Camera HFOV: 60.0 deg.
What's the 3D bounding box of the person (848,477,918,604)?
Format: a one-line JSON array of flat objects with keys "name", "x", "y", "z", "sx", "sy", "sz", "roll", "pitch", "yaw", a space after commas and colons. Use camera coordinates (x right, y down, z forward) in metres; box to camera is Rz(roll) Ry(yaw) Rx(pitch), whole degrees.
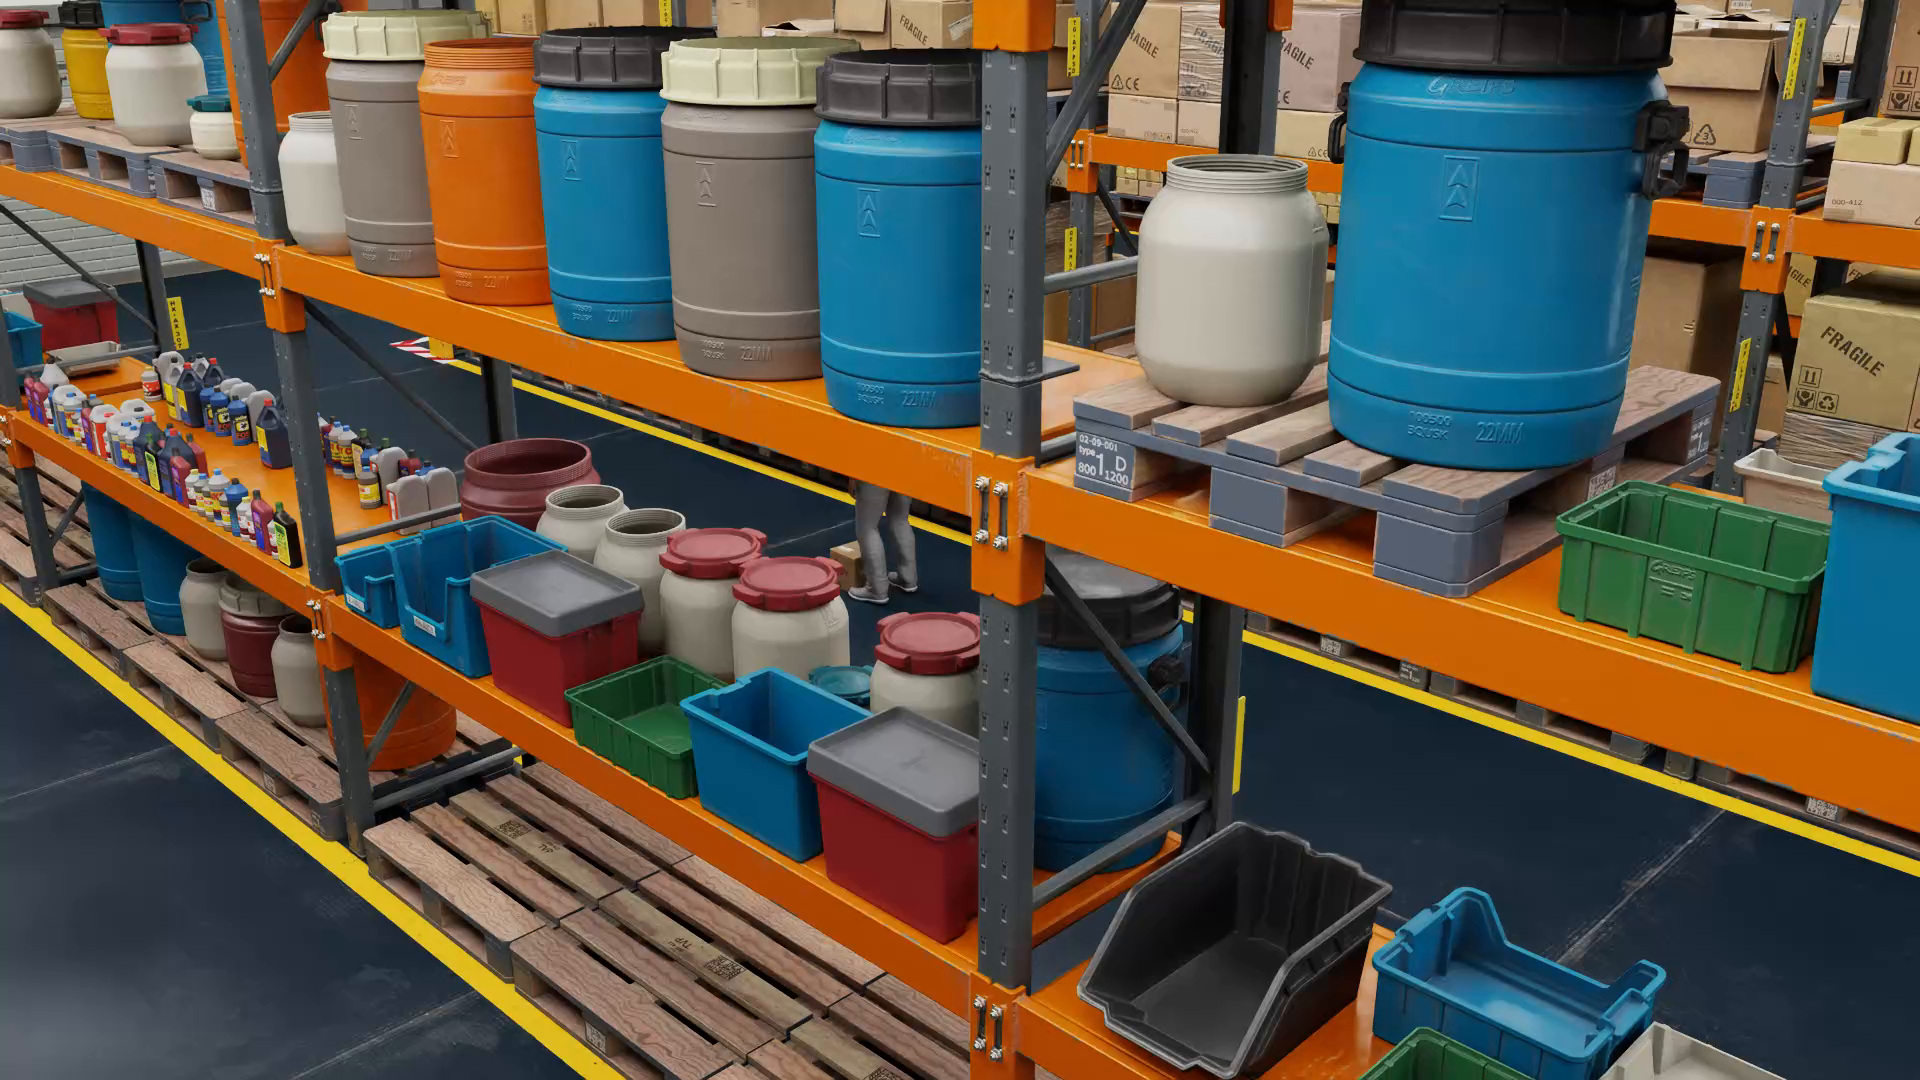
[{"name": "person", "x": -0.480, "y": -0.428, "z": 10.213, "sx": 0.400, "sy": 1.657, "sz": 0.517, "roll": 18, "pitch": 27, "yaw": 40}]
